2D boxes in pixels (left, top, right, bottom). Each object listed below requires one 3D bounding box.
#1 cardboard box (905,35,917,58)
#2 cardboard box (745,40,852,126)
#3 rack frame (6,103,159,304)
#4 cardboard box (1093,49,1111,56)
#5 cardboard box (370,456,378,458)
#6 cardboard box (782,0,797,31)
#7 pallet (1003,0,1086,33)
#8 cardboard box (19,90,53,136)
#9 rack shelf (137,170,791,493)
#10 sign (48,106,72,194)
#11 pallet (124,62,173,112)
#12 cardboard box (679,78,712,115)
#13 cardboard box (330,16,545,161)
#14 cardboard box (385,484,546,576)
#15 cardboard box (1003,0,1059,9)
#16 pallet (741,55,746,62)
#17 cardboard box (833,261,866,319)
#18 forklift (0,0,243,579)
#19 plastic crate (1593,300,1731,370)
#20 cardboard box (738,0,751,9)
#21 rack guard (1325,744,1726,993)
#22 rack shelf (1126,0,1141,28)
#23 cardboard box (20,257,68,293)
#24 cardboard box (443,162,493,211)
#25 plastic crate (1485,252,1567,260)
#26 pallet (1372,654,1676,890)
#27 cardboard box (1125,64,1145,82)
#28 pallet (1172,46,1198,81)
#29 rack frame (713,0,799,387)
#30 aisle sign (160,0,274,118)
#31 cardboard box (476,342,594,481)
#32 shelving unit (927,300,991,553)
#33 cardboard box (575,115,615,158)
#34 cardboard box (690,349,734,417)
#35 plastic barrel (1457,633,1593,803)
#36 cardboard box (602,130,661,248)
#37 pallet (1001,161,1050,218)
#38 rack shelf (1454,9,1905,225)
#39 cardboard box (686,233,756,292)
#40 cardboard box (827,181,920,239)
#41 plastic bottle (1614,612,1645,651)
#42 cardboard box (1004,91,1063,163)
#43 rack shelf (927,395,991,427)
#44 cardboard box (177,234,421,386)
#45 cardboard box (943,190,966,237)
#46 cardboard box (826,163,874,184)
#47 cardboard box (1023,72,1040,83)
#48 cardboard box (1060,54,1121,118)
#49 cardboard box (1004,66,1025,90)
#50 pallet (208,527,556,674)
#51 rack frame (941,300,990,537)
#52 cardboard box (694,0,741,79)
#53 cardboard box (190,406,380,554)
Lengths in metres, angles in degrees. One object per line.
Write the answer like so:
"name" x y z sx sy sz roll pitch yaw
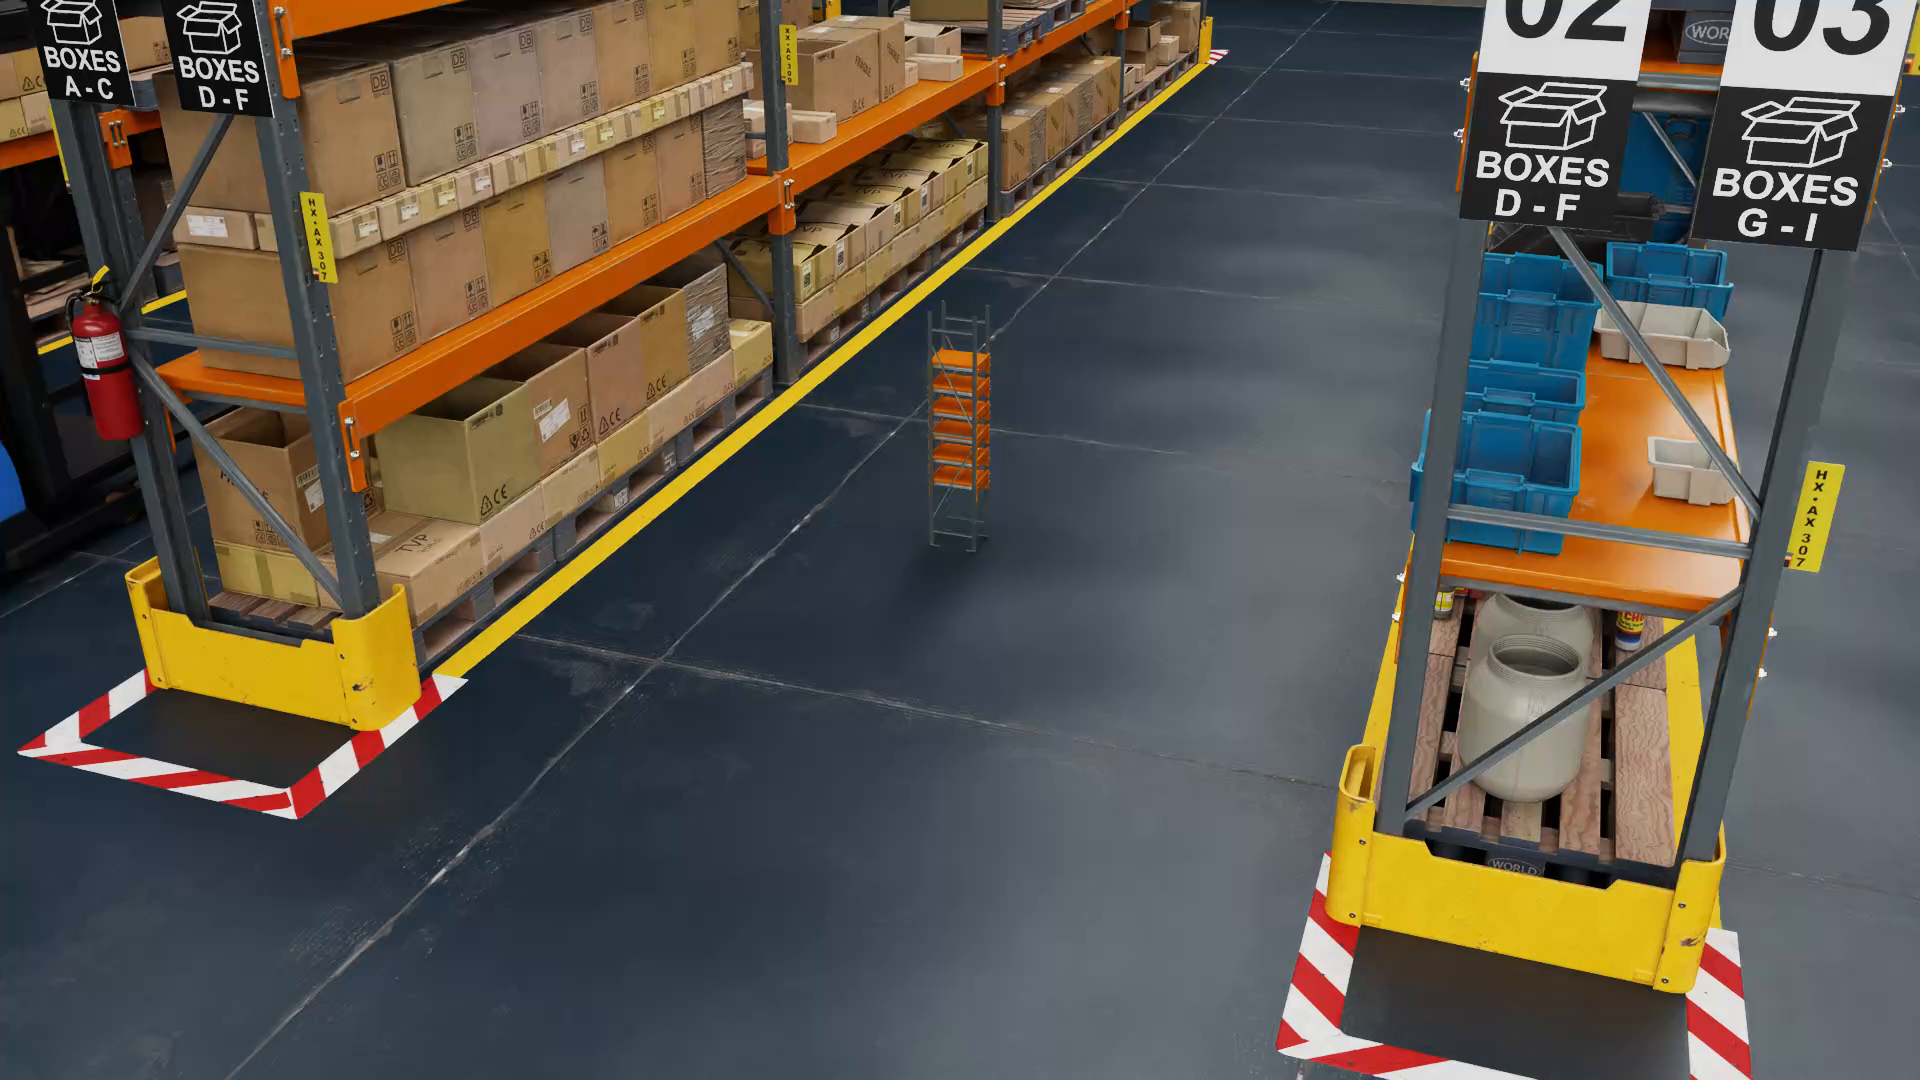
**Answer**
"cardboard box" -0.637 -3.648 12.445 0.500 0.311 0.500 8 27 17
"cardboard box" -1.042 -2.959 10.804 0.500 0.500 0.500 11 28 21
"rack frame" -6.161 -3.101 11.212 1.000 3.000 0.127 9 27 17
"cardboard box" 1.346 -5.243 18.217 0.500 0.311 0.500 9 27 17
"cardboard box" -2.600 -0.368 8.241 0.500 0.250 0.500 9 27 17
"cardboard box" -2.473 -6.588 20.802 0.700 0.500 0.500 9 27 17
"pallet" 0.486 -4.741 14.821 1.003 0.211 1.213 9 27 17
"cardboard box" -6.032 -2.804 10.748 0.500 0.250 0.500 9 27 18
"rack shelf" -2.154 -1.238 8.191 1.077 0.370 4.000 9 27 17
"sign" -3.326 -1.452 6.207 0.100 0.325 0.005 9 27 17
"pallet" -5.769 -3.308 11.859 1.003 0.211 1.213 9 27 17
"cardboard box" -1.545 -2.369 8.841 0.380 0.149 0.250 8 27 16
"cardboard box" -2.297 -2.005 7.346 0.700 0.500 0.500 9 27 18
"cardboard box" -2.268 -0.086 7.658 0.500 0.250 0.500 9 27 17
"cardboard box" 0.431 -4.885 14.301 0.700 0.500 0.500 14 29 27
"pallet" -3.172 -5.435 19.232 1.003 0.211 1.213 9 27 17
"cardboard box" -0.949 -1.675 10.941 0.500 0.250 0.500 9 27 19
"forklift" -4.745 -1.444 7.870 1.130 2.935 3.031 8 27 16
"plastic crate" 2.880 -0.841 6.848 0.530 0.136 0.437 9 27 17
"cardboard box" -2.693 -6.366 19.597 0.380 0.149 0.250 8 27 16
"rack guard" 1.832 1.067 5.473 1.175 0.500 0.348 9 27 17
"rack shelf" 1.840 -6.170 18.376 1.077 0.370 4.000 9 27 17
"cardboard box" -6.310 -1.799 11.271 0.380 0.166 0.250 5 26 11
"cardboard box" -2.230 -1.522 7.092 0.380 0.149 0.250 8 27 17
"plastic crate" 2.464 -1.052 7.224 0.450 0.188 0.662 9 27 17
"pallet" 2.107 0.864 6.224 1.003 0.211 1.213 9 27 17
"cardboard box" 1.796 -5.092 18.072 0.380 0.166 0.250 9 27 17
"pallet" 2.215 -5.701 19.783 1.003 0.211 1.213 9 27 17
"rack frame" -1.488 -2.384 9.732 1.000 3.000 0.127 9 27 17
"aisle sign" -2.552 -1.839 5.623 0.394 0.787 0.004 9 27 17
"cardboard box" -2.112 -0.630 7.923 0.500 0.500 0.500 9 27 17
"shelving unit" -0.005 -0.534 7.976 0.258 1.200 0.189 9 27 17
"cardboard box" -1.886 -1.947 7.970 0.380 0.149 0.250 10 27 19
"cardboard box" -1.612 -0.909 9.359 0.500 0.250 0.500 9 27 17
"plastic barrel" 1.998 0.629 5.882 0.421 0.512 0.421 0 26 0
"cardboard box" -1.970 -1.822 8.457 0.700 0.500 0.500 9 27 18
"pallet" 0.127 -3.074 14.357 1.003 0.211 1.213 9 27 17
"rack shelf" 2.516 -1.869 6.051 1.077 0.370 4.000 9 27 17
"cardboard box" -1.624 -1.796 10.547 0.500 0.311 0.500 9 27 17
"cardboard box" -0.605 -2.354 11.699 0.500 0.311 0.500 10 27 19
"plastic bottle" 2.748 0.310 6.794 0.097 0.271 0.097 0 26 0
"cardboard box" 0.605 -3.668 14.747 0.500 0.500 0.500 8 27 17
"rack shelf" -0.005 -0.602 7.943 0.258 0.103 0.180 9 27 17
"cardboard box" -2.652 -0.975 6.707 0.700 0.500 0.500 9 27 17
"cardboard box" -0.270 -2.515 12.676 0.500 0.250 0.500 8 27 17
"cardboard box" -0.947 -2.633 12.275 0.500 0.311 0.500 8 27 16
"cardboard box" 0.443 -4.156 15.755 0.500 0.500 0.500 9 27 18
"cardboard box" 1.280 -4.500 16.466 0.500 0.500 0.500 9 27 17
"cardboard box" 0.284 -4.301 15.195 0.500 0.250 0.500 8 27 16
"pallet" -2.604 0.194 7.606 1.003 0.211 1.213 9 27 17
"rack frame" 0.026 -0.572 8.054 0.240 1.200 0.006 9 27 17
"cardboard box" -1.630 -2.830 9.049 0.700 0.500 0.500 9 27 18
"cardboard box" -2.921 -0.293 7.225 0.500 0.500 0.500 9 27 17
